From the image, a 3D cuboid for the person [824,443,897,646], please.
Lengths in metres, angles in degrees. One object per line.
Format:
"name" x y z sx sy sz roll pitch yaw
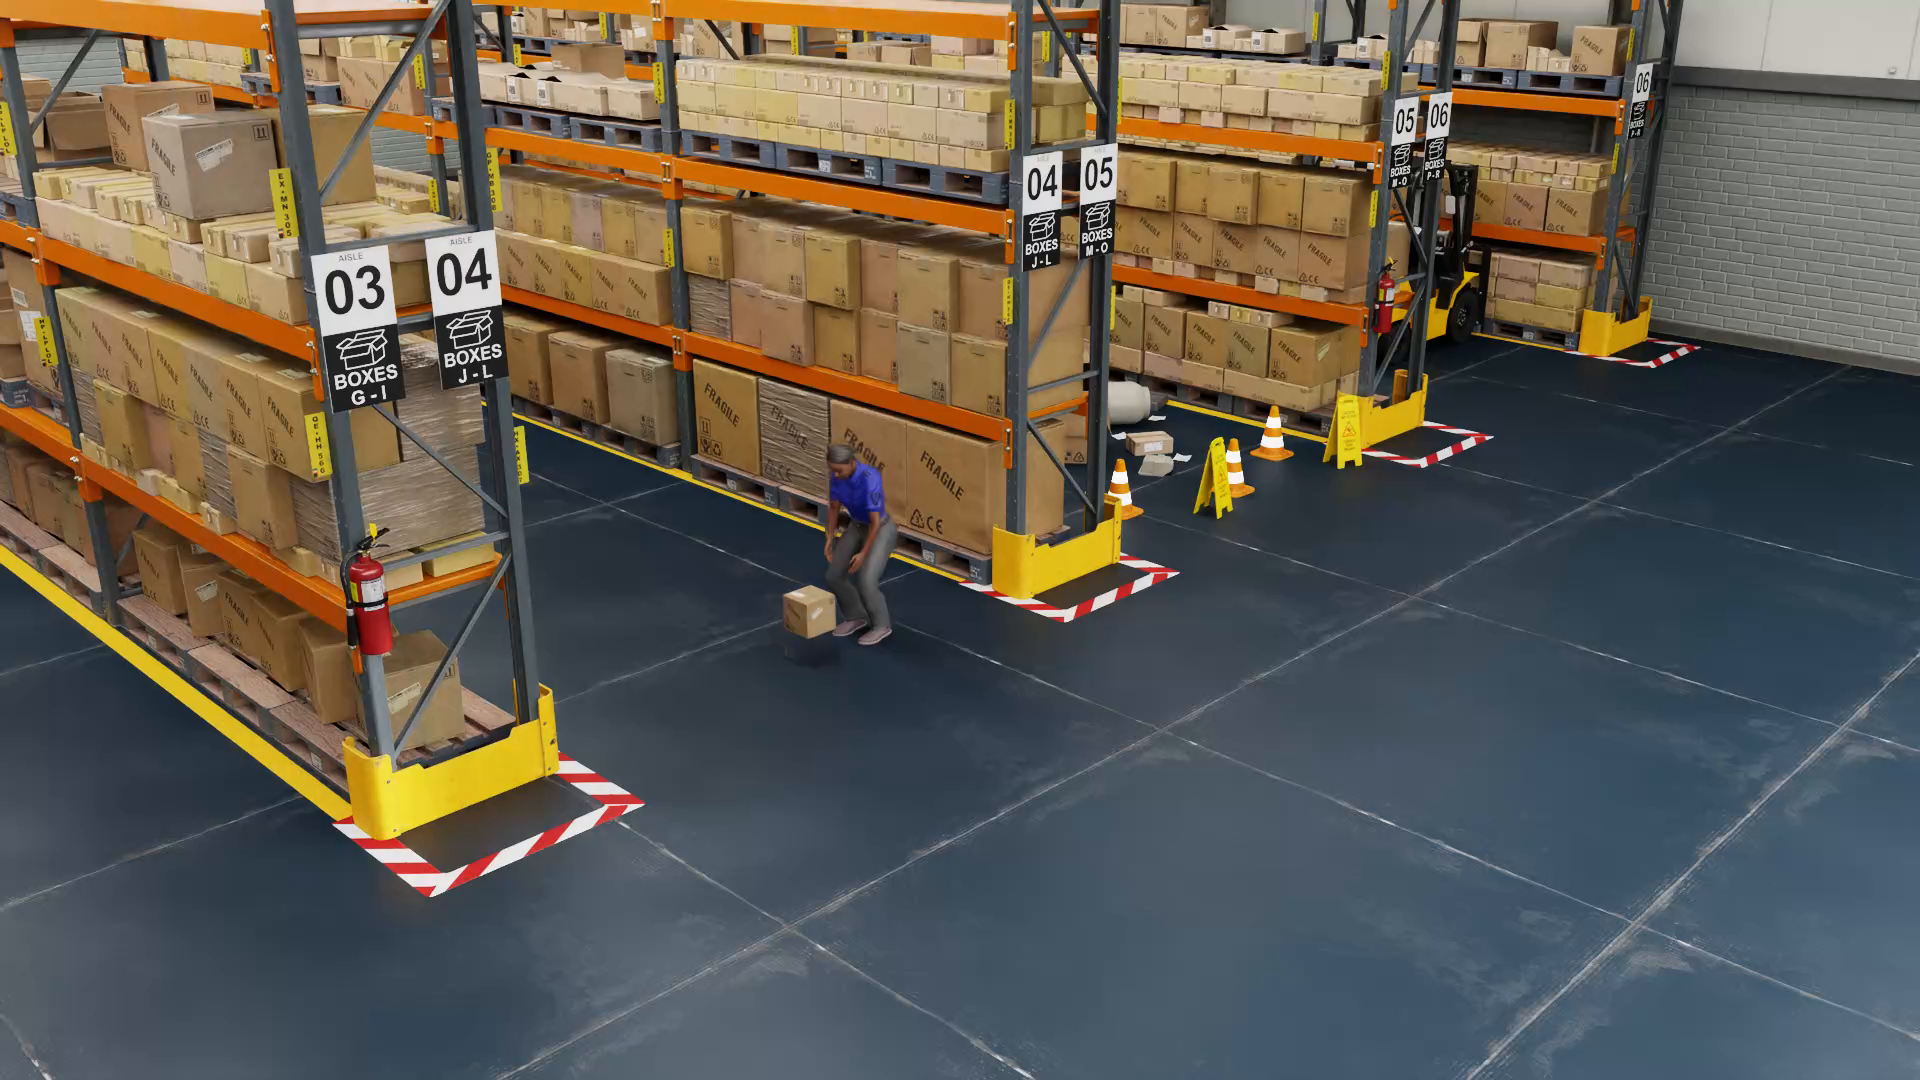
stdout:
"person" -0.673 0.002 11.373 0.490 1.465 0.555 19 28 41
